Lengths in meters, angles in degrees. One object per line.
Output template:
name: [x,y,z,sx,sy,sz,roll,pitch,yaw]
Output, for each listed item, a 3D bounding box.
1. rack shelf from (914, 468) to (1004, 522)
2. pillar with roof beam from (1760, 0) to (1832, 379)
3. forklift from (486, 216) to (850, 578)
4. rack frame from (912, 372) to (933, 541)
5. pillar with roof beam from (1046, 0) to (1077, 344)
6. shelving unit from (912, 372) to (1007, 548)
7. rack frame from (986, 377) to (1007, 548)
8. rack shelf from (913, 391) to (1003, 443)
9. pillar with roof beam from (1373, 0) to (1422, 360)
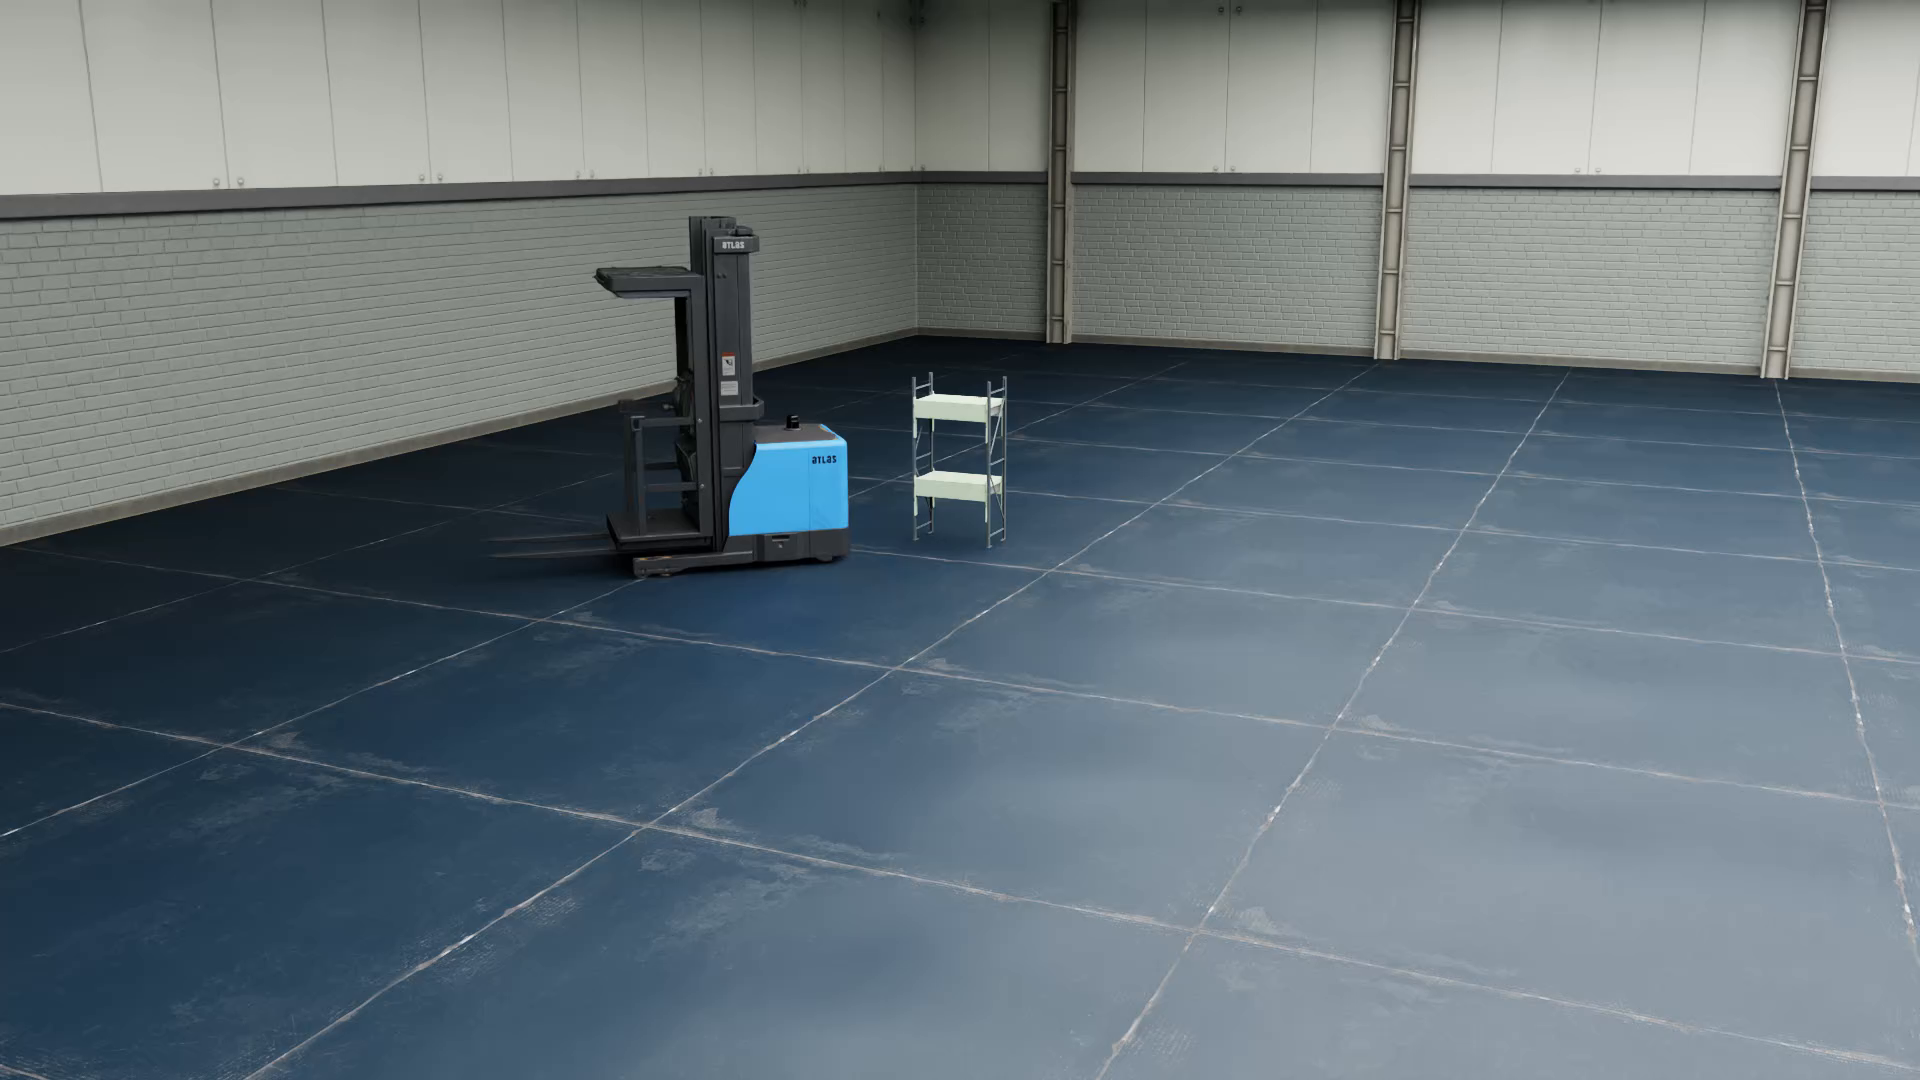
rack shelf: [-0.006,-0.413,15.156,0.720,0.370,0.431,6,14,23]
pillar with roof beam: [11.067,-6.045,21.313,0.400,9.000,9.100,6,14,23]
forklift: [-2.530,-1.243,14.131,3.031,2.935,1.130,-4,14,-17]
rack frame: [-0.341,-0.765,15.226,0.023,1.500,0.400,6,14,23]
pillar with roof beam: [0.096,-7.155,26.045,0.548,9.000,9.100,6,14,23]
shelving unit: [-0.006,-0.731,15.081,0.755,1.500,0.431,6,14,23]
rack frame: [0.329,-0.697,14.937,0.023,1.500,0.400,6,14,23]
rack shelf: [-0.006,-1.111,14.992,0.720,0.370,0.431,6,14,23]
pillar with roof beam: [5.582,-6.600,23.679,0.400,9.000,9.100,6,14,23]
